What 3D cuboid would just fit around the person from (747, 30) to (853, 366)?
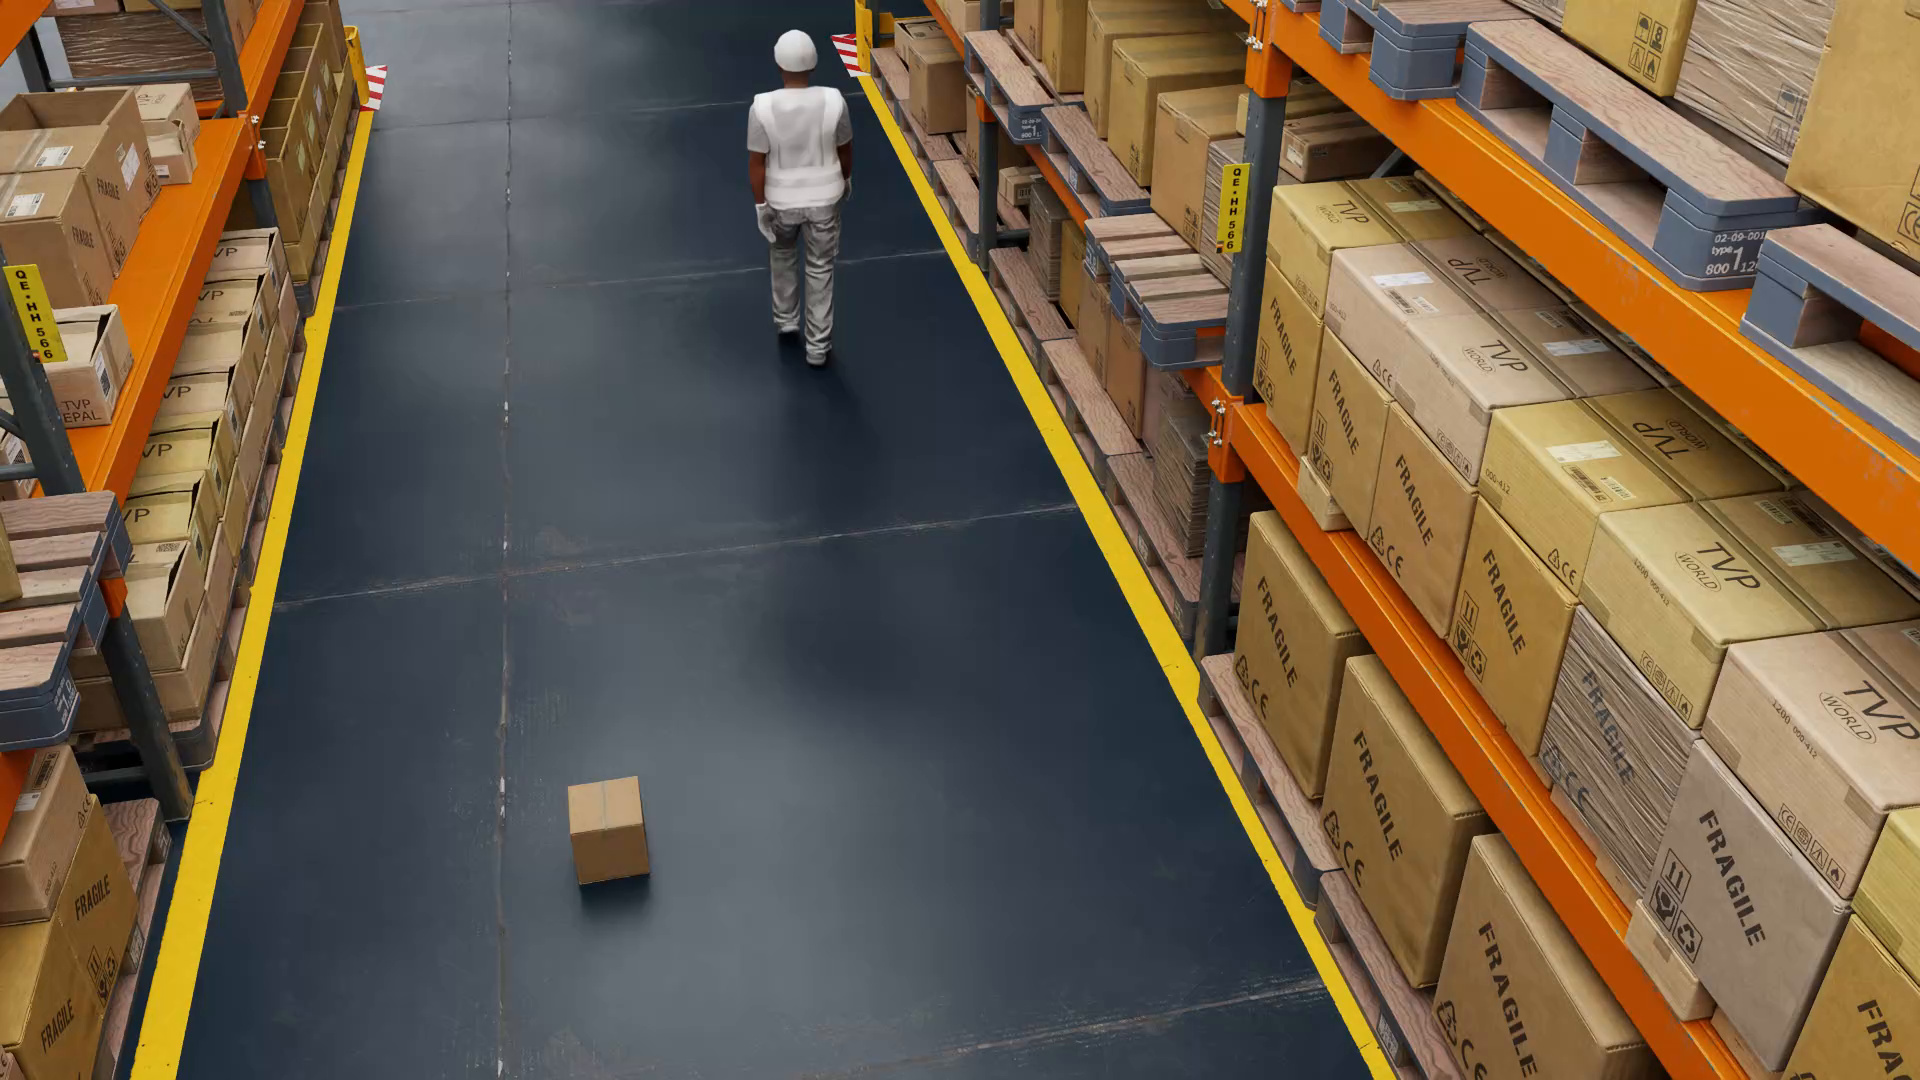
[{"bbox_3d":[-0.828,-1.802,8.829,0.544,1.854,0.602,-3,34,-4],"label":"person"}]
